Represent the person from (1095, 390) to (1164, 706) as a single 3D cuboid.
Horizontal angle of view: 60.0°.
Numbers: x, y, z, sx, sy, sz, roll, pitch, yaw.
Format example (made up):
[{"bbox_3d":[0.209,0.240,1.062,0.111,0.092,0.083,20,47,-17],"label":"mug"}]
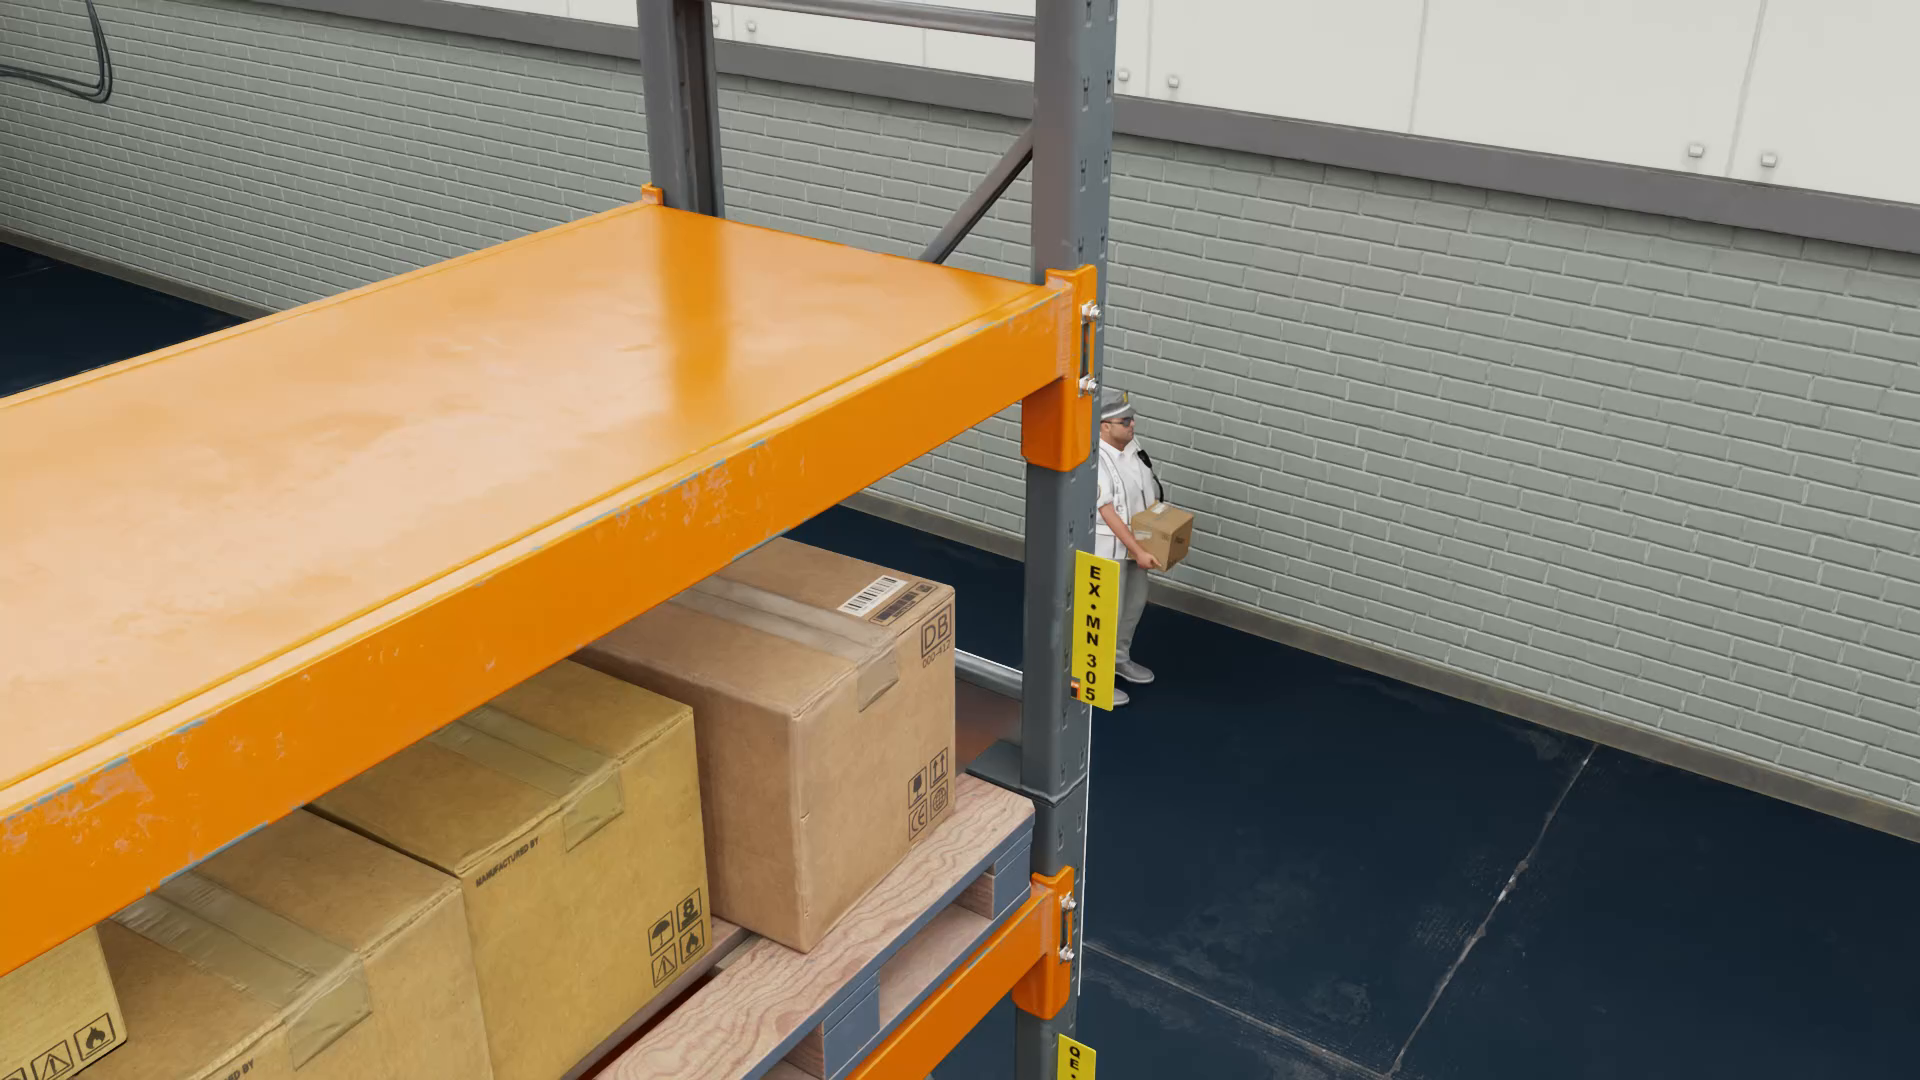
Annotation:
[{"bbox_3d":[0.917,0.038,9.060,0.566,1.768,0.493,17,32,31],"label":"person"}]
